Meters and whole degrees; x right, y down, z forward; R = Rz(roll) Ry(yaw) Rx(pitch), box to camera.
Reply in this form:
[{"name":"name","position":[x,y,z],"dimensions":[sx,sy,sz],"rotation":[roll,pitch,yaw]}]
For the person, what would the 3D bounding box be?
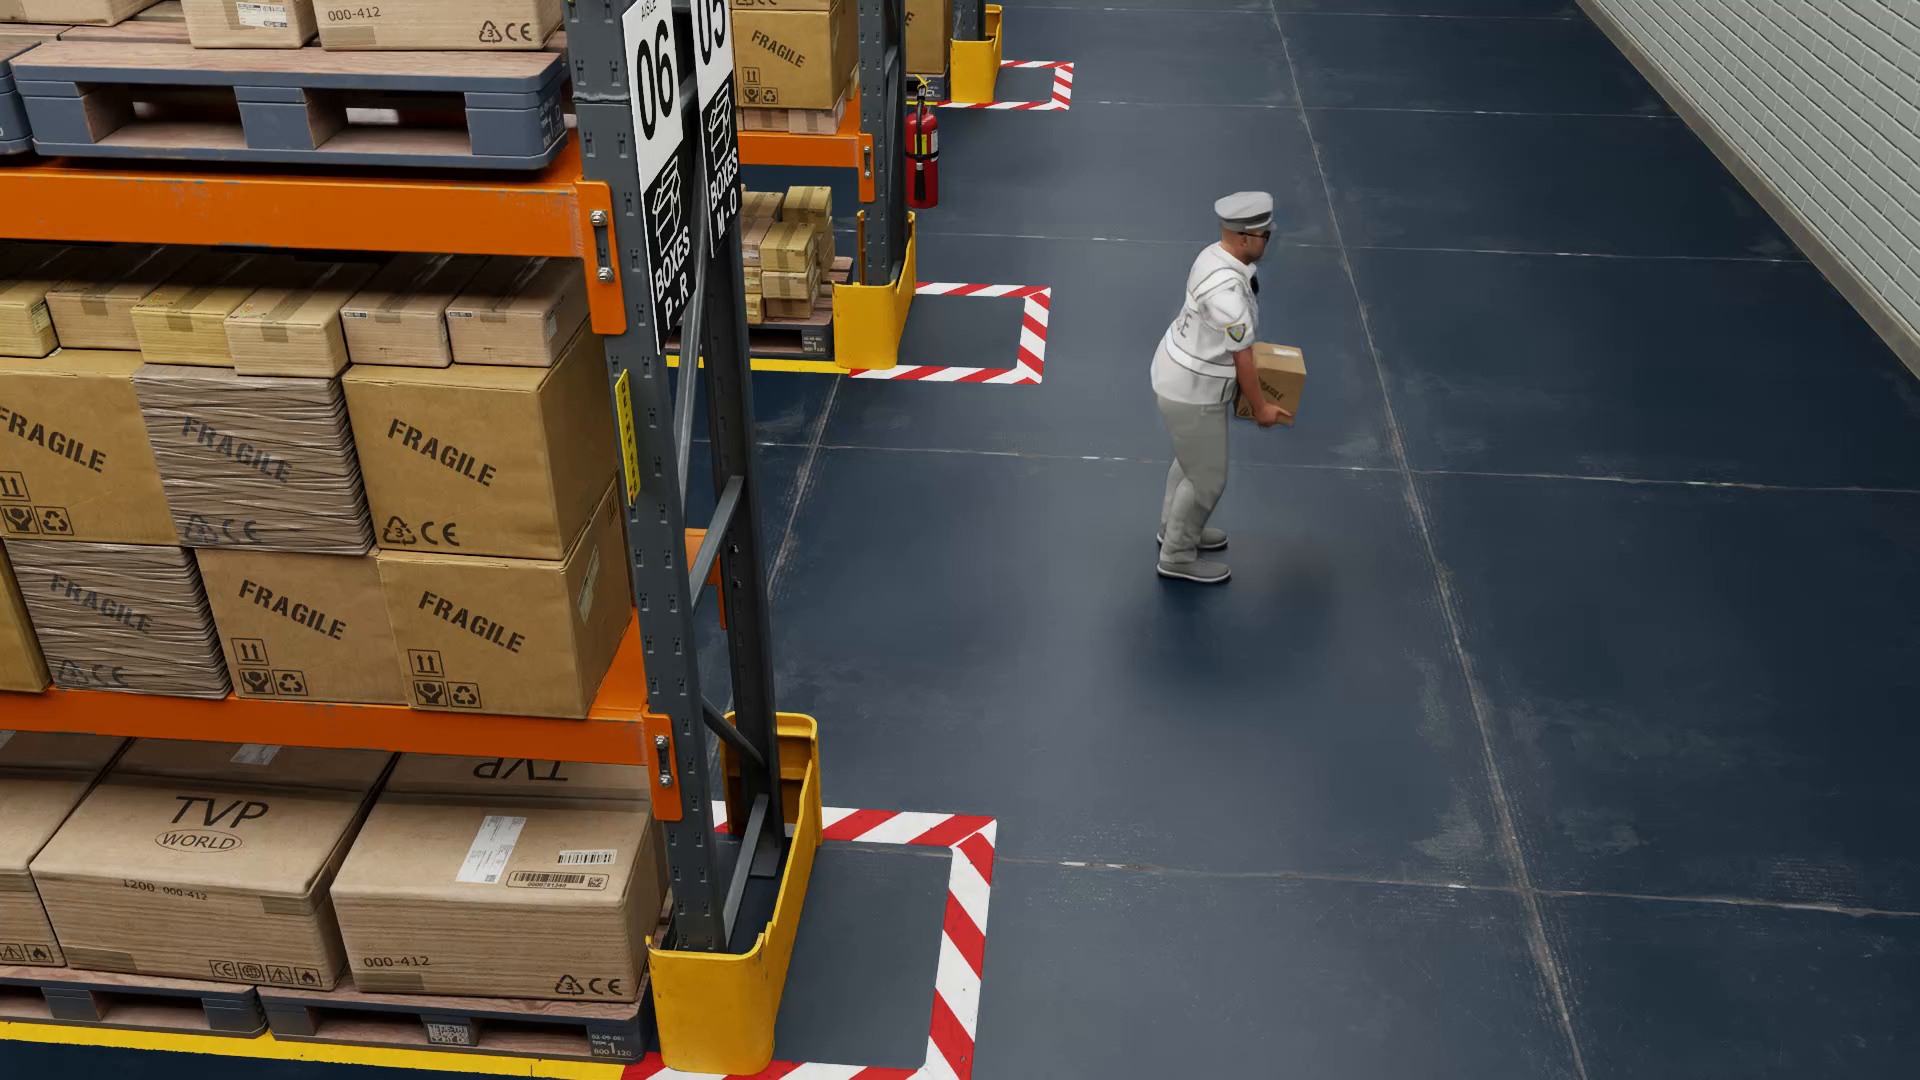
[{"name":"person","position":[1.125,-0.658,7.211],"dimensions":[0.597,1.741,0.483],"rotation":[2,32,3]}]
